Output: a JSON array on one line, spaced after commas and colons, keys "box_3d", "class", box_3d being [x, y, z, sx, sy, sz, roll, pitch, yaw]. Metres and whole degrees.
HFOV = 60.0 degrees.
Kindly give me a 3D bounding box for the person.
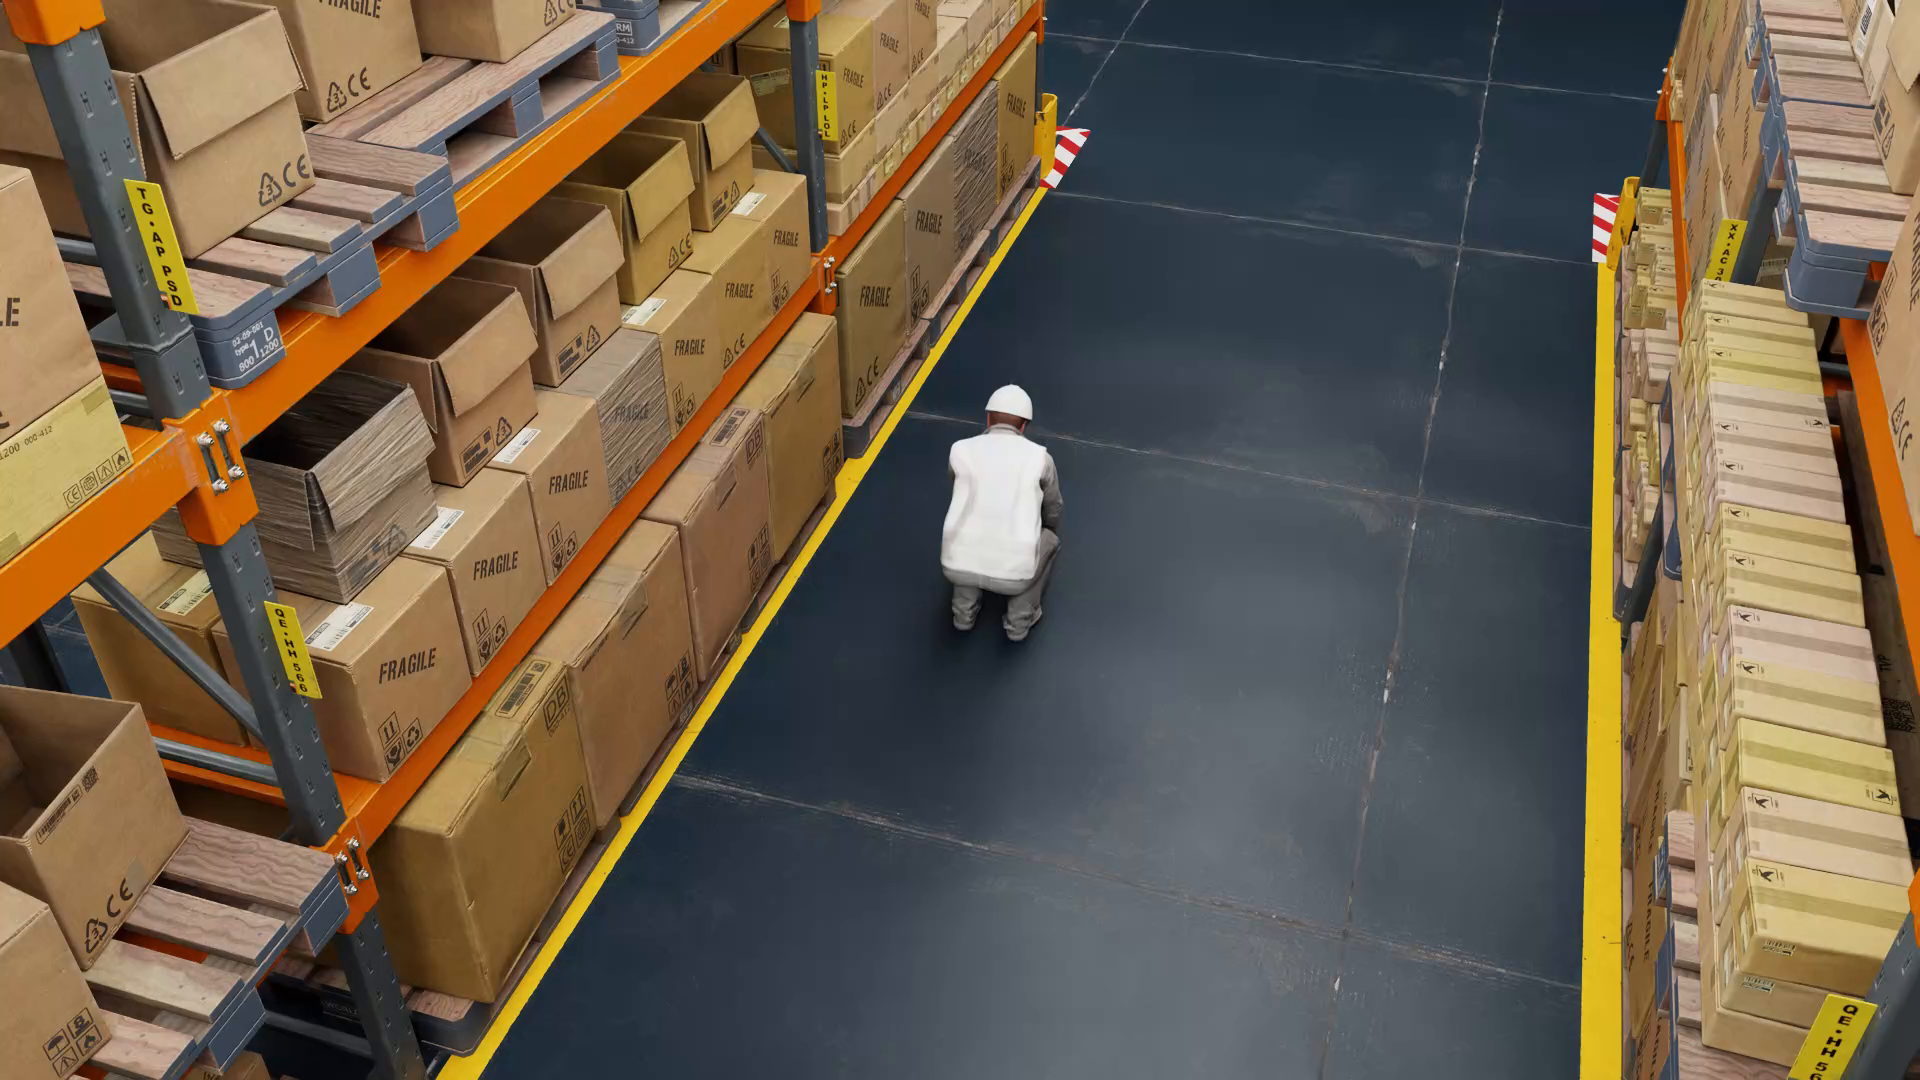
[{"box_3d": [0.186, -0.108, 7.663, 0.542, 1.004, 0.875, 11, 38, 14], "class": "person"}]
